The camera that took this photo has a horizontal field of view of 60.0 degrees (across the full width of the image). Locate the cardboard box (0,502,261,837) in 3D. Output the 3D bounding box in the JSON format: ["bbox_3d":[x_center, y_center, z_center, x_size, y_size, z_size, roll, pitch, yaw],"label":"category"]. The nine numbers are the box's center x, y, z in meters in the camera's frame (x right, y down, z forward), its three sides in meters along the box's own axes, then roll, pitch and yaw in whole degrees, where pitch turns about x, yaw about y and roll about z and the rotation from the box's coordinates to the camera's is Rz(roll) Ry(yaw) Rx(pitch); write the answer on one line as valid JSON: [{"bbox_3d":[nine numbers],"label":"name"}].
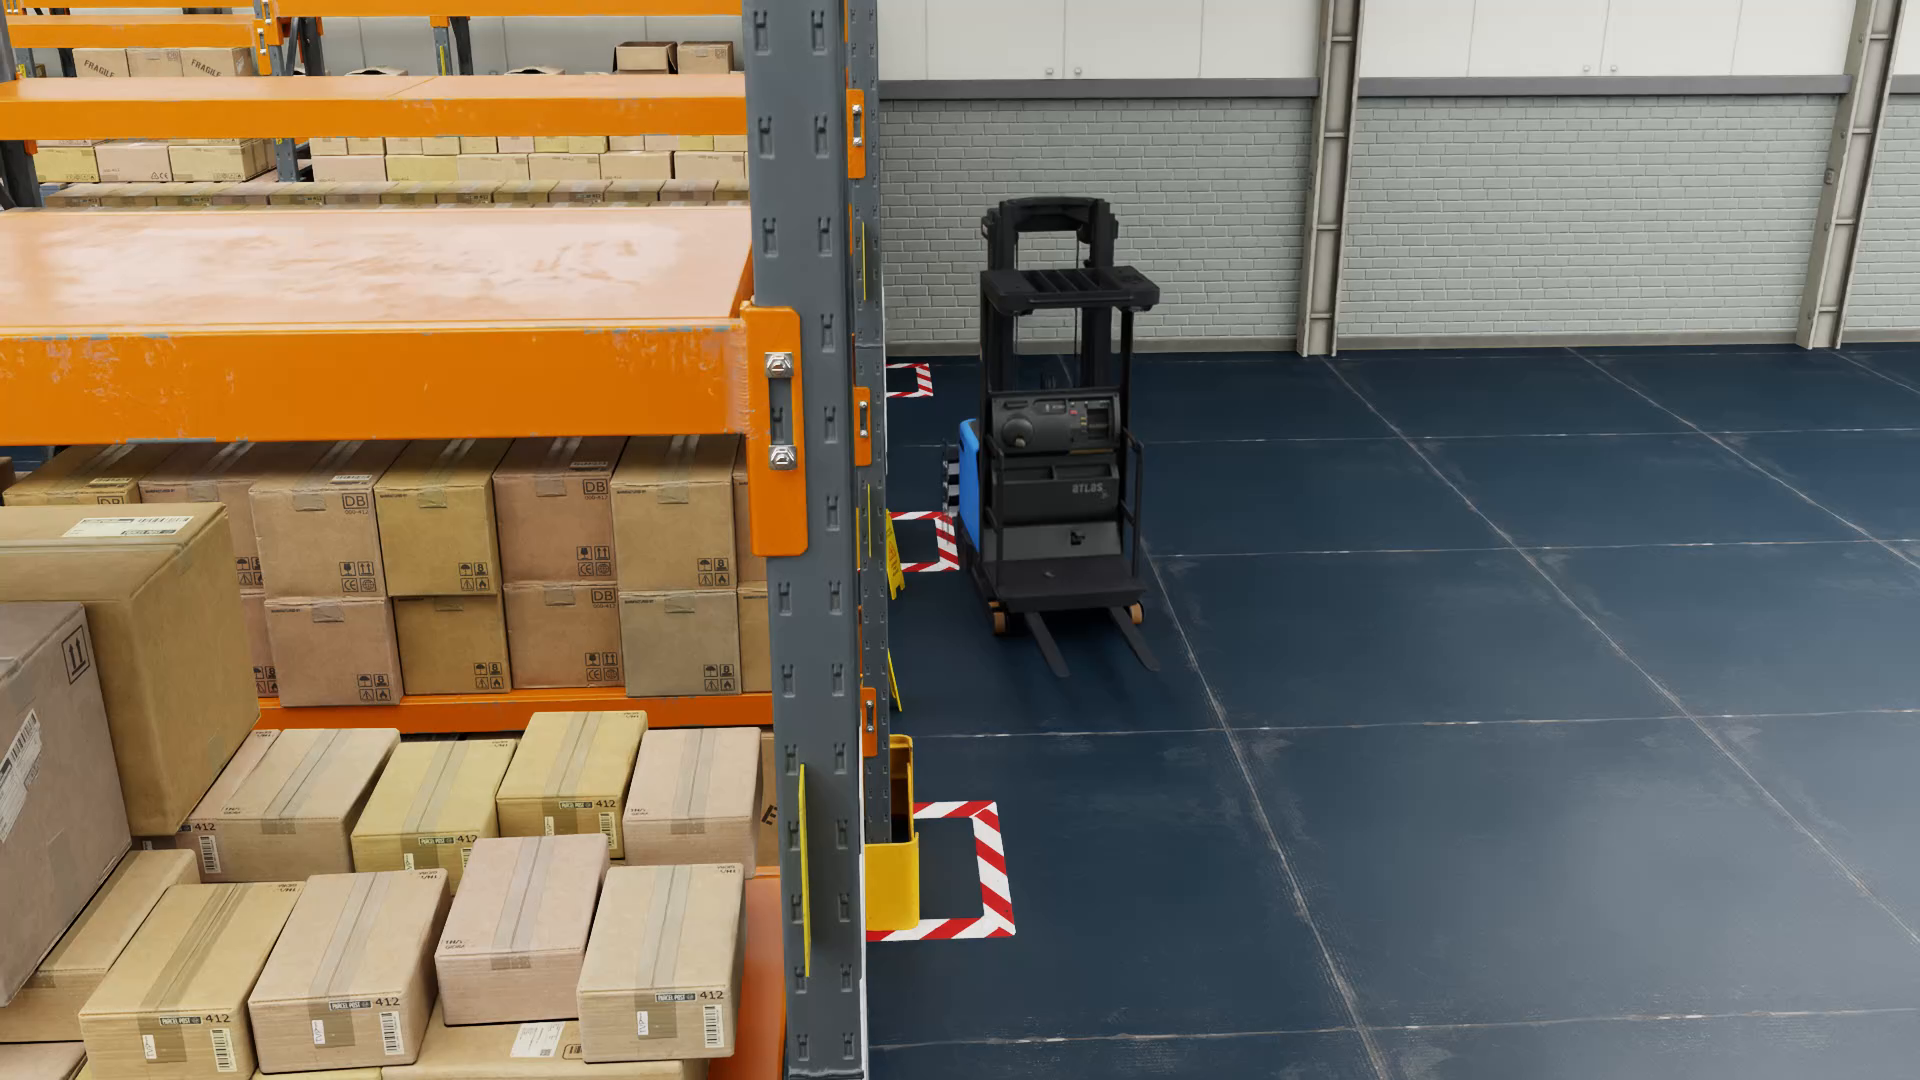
[{"bbox_3d":[-1.751,0.247,3.280,0.500,0.500,0.500,-1,21,-3],"label":"cardboard box"}]

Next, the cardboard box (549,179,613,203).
[{"bbox_3d":[-1.802,-1.616,7.936,0.250,0.149,0.380,-2,21,-4],"label":"cardboard box"}]

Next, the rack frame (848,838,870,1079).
[{"bbox_3d":[-0.253,2.134,3.800,0.127,3.000,1.000,-1,21,-3],"label":"rack frame"}]

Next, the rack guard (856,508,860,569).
[{"bbox_3d":[-0.895,-0.217,13.487,0.348,0.500,1.175,-1,21,-3],"label":"rack guard"}]

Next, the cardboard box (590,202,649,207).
[{"bbox_3d":[-1.516,-1.387,7.334,0.250,0.149,0.380,-1,21,-2],"label":"cardboard box"}]

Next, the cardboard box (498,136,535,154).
[{"bbox_3d":[-3.182,-2.899,12.035,0.250,0.149,0.380,-1,21,-4],"label":"cardboard box"}]

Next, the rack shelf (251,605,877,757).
[{"bbox_3d":[-2.432,0.747,8.455,4.000,0.370,1.077,-1,21,-3],"label":"rack shelf"}]

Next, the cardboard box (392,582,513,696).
[{"bbox_3d":[-2.444,0.335,8.315,0.500,0.550,0.875,-1,21,-3],"label":"cardboard box"}]

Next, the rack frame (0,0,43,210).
[{"bbox_3d":[-4.429,-2.352,7.153,0.127,3.000,1.000,-1,21,-3],"label":"rack frame"}]

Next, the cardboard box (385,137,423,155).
[{"bbox_3d":[-3.957,-2.870,11.961,0.250,0.149,0.380,-2,21,-5],"label":"cardboard box"}]

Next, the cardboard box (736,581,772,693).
[{"bbox_3d":[-0.803,0.324,8.345,0.550,0.550,0.875,-1,21,-3],"label":"cardboard box"}]

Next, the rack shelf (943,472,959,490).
[{"bbox_3d":[-0.023,-0.490,13.483,0.200,0.077,0.258,-4,21,-11],"label":"rack shelf"}]

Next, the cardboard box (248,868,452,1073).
[{"bbox_3d":[-1.046,0.741,2.895,0.250,0.149,0.380,-2,21,-5],"label":"cardboard box"}]

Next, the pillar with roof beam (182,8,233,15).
[{"bbox_3d":[-7.597,-4.608,13.077,0.400,9.000,9.100,-1,21,-3],"label":"pillar with roof beam"}]

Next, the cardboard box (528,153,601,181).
[{"bbox_3d":[-2.838,-2.718,12.121,0.500,0.250,0.500,-1,21,-3],"label":"cardboard box"}]

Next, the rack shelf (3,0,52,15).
[{"bbox_3d":[-11.090,-5.227,16.276,4.000,0.370,1.077,-1,21,-3],"label":"rack shelf"}]

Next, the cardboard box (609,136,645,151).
[{"bbox_3d":[-2.417,-2.943,12.152,0.250,0.149,0.380,-2,21,-5],"label":"cardboard box"}]

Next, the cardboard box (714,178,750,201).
[{"bbox_3d":[-1.037,-1.632,7.977,0.250,0.149,0.380,-1,21,-3],"label":"cardboard box"}]

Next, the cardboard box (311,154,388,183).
[{"bbox_3d":[-4.357,-2.688,12.041,0.500,0.250,0.500,-2,21,-4],"label":"cardboard box"}]

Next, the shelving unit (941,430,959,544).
[{"bbox_3d":[-0.023,-0.437,13.503,0.210,0.900,0.258,-4,21,-11],"label":"shelving unit"}]

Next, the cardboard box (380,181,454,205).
[{"bbox_3d":[-2.566,-1.600,7.895,0.250,0.149,0.380,-1,21,-2],"label":"cardboard box"}]

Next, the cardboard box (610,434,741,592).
[{"bbox_3d":[-1.352,-0.167,8.115,0.550,0.550,0.875,-1,21,-3],"label":"cardboard box"}]

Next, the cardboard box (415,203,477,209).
[{"bbox_3d":[-2.275,-1.372,7.294,0.250,0.149,0.380,-1,21,-3],"label":"cardboard box"}]

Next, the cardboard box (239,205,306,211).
[{"bbox_3d":[-3.028,-1.357,7.255,0.250,0.149,0.380,-1,21,-2],"label":"cardboard box"}]

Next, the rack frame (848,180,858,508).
[{"bbox_3d":[-0.819,-1.386,13.047,0.127,3.000,1.000,-1,21,-3],"label":"rack frame"}]

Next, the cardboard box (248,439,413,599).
[{"bbox_3d":[-2.969,-0.133,8.027,0.550,0.550,0.875,-1,21,-3],"label":"cardboard box"}]

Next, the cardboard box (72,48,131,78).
[{"bbox_3d":[-8.356,-4.607,16.418,0.500,0.500,0.500,-1,21,-3],"label":"cardboard box"}]

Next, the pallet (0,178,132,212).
[{"bbox_3d":[-6.470,-2.622,12.341,1.003,0.211,1.213,-1,21,-3],"label":"pallet"}]

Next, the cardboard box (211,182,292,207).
[{"bbox_3d":[-3.329,-1.584,7.853,0.250,0.149,0.380,-1,21,-2],"label":"cardboard box"}]

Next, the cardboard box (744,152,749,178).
[{"bbox_3d":[-1.314,-2.751,12.208,0.500,0.250,0.500,-1,21,-4],"label":"cardboard box"}]

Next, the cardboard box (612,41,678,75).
[{"bbox_3d":[-3.148,-4.763,16.825,0.637,0.503,0.797,0,21,-1],"label":"cardboard box"}]

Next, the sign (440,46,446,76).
[{"bbox_3d":[-5.059,-4.666,16.277,0.005,0.325,0.100,-1,21,-3],"label":"sign"}]

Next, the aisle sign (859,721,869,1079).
[{"bbox_3d":[-0.208,0.811,3.621,0.004,0.787,0.394,-1,21,-3],"label":"aisle sign"}]

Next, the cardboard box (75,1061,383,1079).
[{"bbox_3d":[-1.218,0.913,3.001,0.500,0.250,0.500,-1,21,-3],"label":"cardboard box"}]

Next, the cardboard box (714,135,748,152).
[{"bbox_3d":[-1.653,-2.928,12.113,0.250,0.149,0.380,-1,21,-4],"label":"cardboard box"}]

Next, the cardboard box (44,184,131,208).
[{"bbox_3d":[-4.082,-1.569,7.814,0.250,0.149,0.380,-1,21,-3],"label":"cardboard box"}]

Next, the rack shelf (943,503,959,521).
[{"bbox_3d":[-0.023,-0.237,13.579,0.200,0.077,0.258,-4,21,-11],"label":"rack shelf"}]

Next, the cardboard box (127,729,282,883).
[{"bbox_3d":[-1.569,0.543,3.414,0.250,0.149,0.380,-1,21,-3],"label":"cardboard box"}]

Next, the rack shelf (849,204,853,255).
[{"bbox_3d":[-2.816,-2.411,12.534,4.000,0.370,1.077,-1,21,-3],"label":"rack shelf"}]

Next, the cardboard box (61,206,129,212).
[{"bbox_3d":[-3.791,-1.341,7.214,0.250,0.149,0.380,-1,21,-4],"label":"cardboard box"}]

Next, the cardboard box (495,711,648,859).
[{"bbox_3d":[-0.806,0.510,3.500,0.250,0.149,0.380,-1,21,-2],"label":"cardboard box"}]

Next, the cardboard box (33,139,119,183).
[{"bbox_3d":[-6.402,-2.751,12.037,0.500,0.250,0.500,-1,21,-2],"label":"cardboard box"}]

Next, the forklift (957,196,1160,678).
[{"bbox_3d":[0.722,-0.832,11.686,1.130,2.935,3.031,-3,21,-9],"label":"forklift"}]

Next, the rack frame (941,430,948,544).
[{"bbox_3d":[-0.122,-0.429,13.483,0.006,0.900,0.240,-4,21,-11],"label":"rack frame"}]

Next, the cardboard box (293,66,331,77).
[{"bbox_3d":[-6.574,-4.555,16.547,0.500,0.311,0.500,-2,21,-5],"label":"cardboard box"}]

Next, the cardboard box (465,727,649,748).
[{"bbox_3d":[-1.987,1.223,8.590,0.875,0.875,0.875,-1,21,-4],"label":"cardboard box"}]

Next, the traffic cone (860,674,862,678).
[{"bbox_3d":[-0.772,0.654,11.254,0.334,0.463,0.336,-1,21,-3],"label":"traffic cone"}]

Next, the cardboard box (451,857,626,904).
[{"bbox_3d":[-0.749,0.720,3.509,0.500,0.250,0.500,-1,21,-1],"label":"cardboard box"}]

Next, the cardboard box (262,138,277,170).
[{"bbox_3d":[-5.419,-2.964,12.594,0.500,0.250,0.500,-2,21,-5],"label":"cardboard box"}]

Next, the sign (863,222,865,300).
[{"bbox_3d":[-0.418,-1.216,7.249,0.005,0.325,0.100,-1,21,-3],"label":"sign"}]

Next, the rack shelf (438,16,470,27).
[{"bbox_3d":[-3.103,-5.389,16.703,4.000,0.370,1.077,-1,21,-3],"label":"rack shelf"}]
